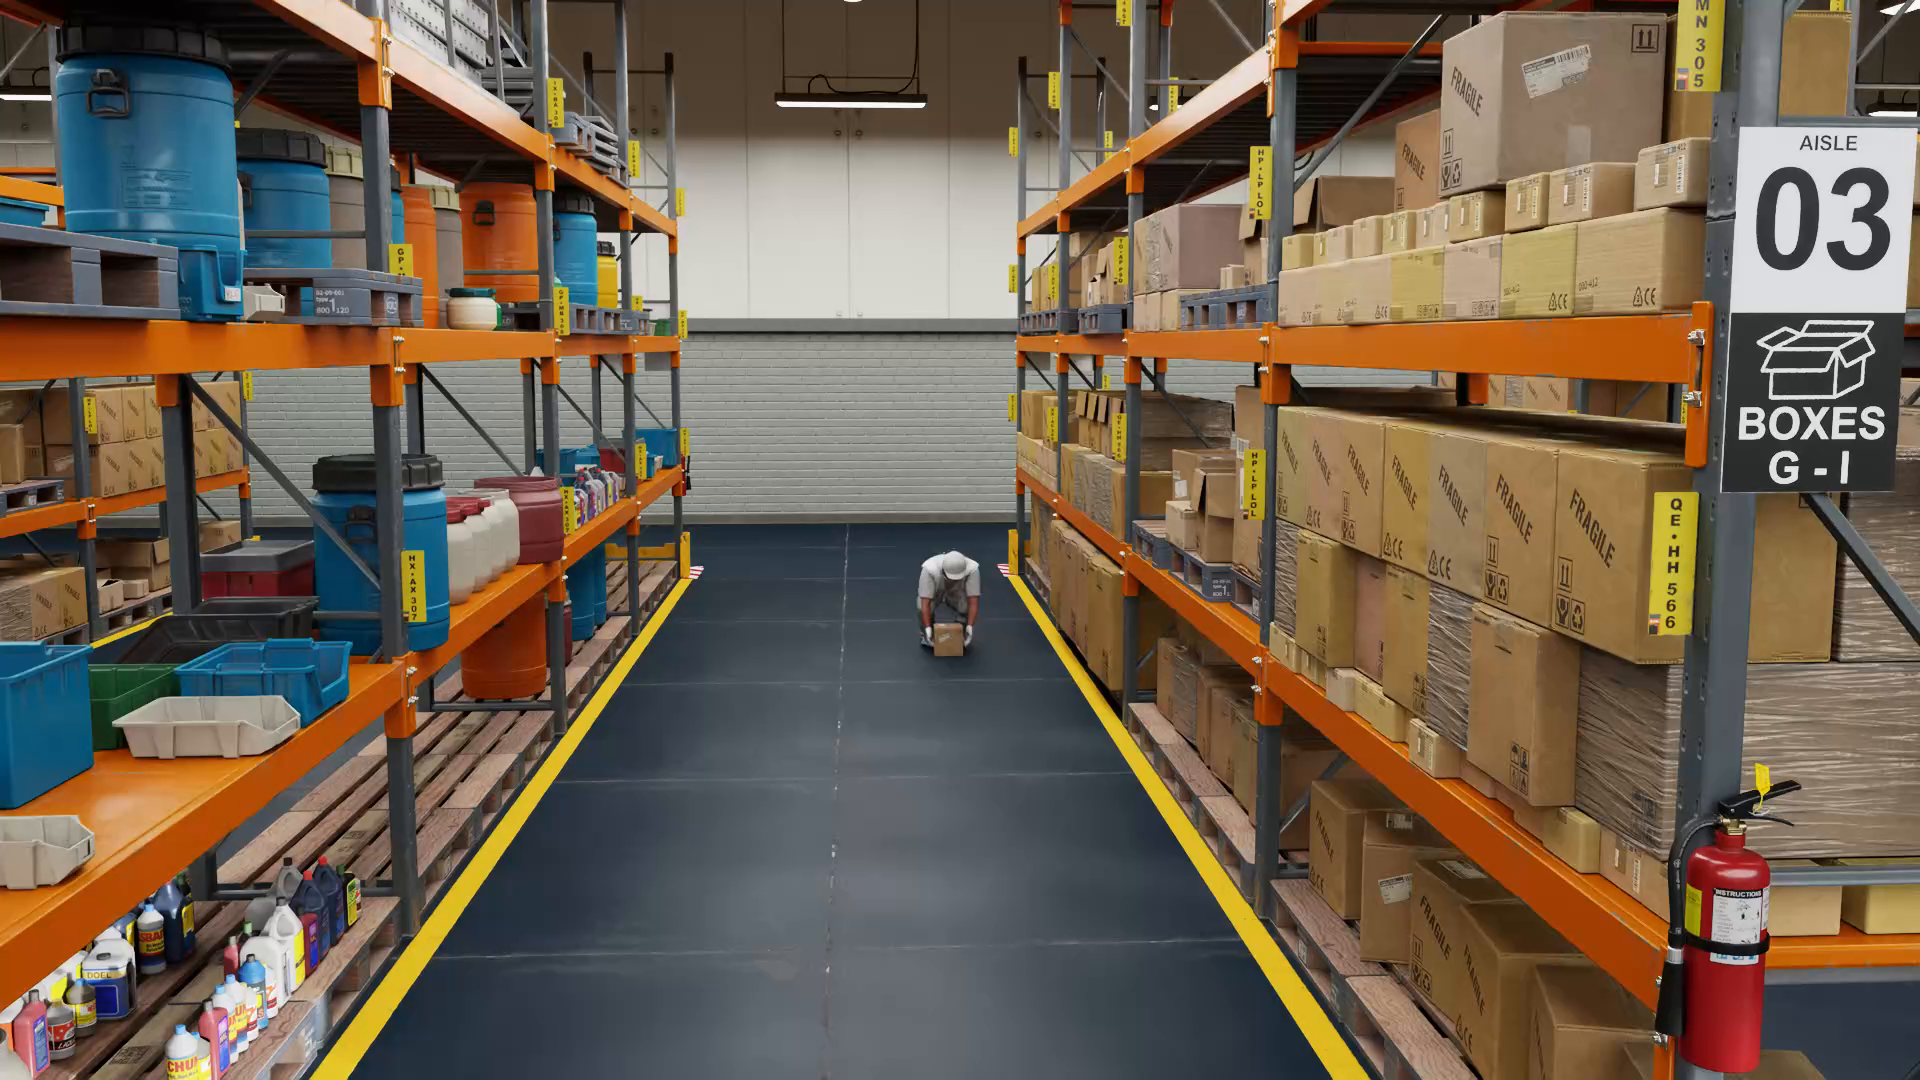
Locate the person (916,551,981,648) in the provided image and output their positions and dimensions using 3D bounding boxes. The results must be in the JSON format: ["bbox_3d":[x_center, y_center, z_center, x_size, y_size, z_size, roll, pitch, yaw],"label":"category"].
[{"bbox_3d":[-0.112,0.512,15.023,0.577,0.921,0.911,0,7,-4],"label":"person"}]
